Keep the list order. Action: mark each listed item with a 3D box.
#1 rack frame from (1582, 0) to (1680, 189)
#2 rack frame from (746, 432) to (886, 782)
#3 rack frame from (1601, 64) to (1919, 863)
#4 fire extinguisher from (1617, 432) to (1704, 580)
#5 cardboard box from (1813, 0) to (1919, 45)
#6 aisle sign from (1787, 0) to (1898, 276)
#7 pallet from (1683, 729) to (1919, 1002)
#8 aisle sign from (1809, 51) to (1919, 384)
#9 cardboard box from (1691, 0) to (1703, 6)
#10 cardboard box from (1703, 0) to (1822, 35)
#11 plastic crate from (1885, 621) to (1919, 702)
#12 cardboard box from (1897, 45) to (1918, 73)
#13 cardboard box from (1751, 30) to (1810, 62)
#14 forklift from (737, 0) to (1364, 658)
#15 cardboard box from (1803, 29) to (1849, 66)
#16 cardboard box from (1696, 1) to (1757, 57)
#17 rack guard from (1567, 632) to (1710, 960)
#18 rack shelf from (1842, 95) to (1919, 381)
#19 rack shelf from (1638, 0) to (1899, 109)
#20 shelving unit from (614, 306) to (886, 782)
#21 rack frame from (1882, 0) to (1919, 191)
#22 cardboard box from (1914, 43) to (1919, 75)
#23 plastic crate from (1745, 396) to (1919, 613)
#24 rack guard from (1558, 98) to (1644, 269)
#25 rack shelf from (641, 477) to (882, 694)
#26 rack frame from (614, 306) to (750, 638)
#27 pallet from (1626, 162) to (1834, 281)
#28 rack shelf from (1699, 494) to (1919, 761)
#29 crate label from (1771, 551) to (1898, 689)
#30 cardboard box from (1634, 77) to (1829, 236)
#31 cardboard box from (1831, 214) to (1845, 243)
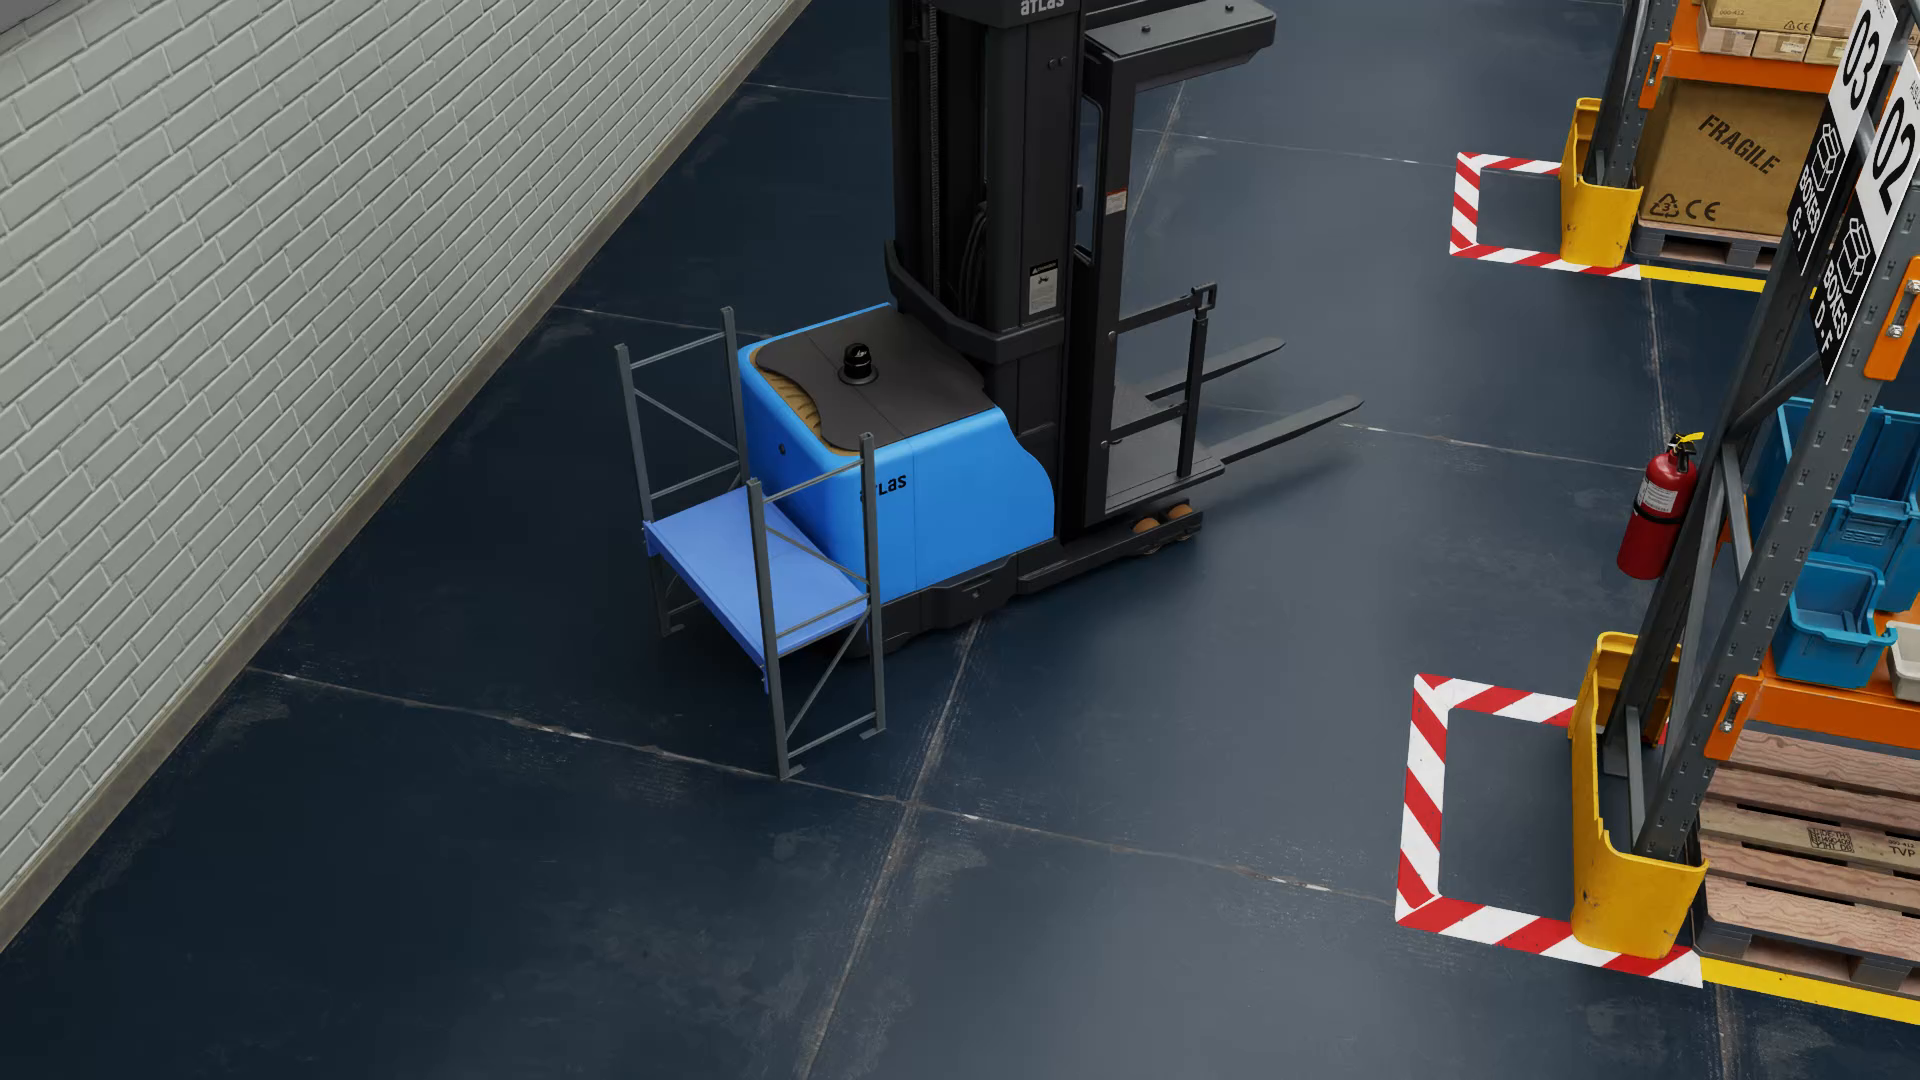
[{"bbox_3d":[3.843,-3.103,9.136,0.127,3.000,1.000,10,41,11],"label":"rack frame"},{"bbox_3d":[-0.519,0.290,6.263,0.500,1.500,0.032,-24,46,-26],"label":"rack frame"},{"bbox_3d":[2.562,-0.025,5.473,0.127,3.000,1.000,10,41,11],"label":"rack frame"},{"bbox_3d":[2.534,-0.160,5.983,0.183,0.674,0.296,10,41,11],"label":"fire extinguisher"},{"bbox_3d":[4.741,-2.829,8.696,0.500,0.250,0.500,9,41,11],"label":"cardboard box"},{"bbox_3d":[2.569,-1.215,4.867,0.004,0.787,0.394,10,41,11],"label":"aisle sign"},{"bbox_3d":[3.349,1.204,6.177,1.213,0.211,1.003,10,41,11],"label":"pallet"},{"bbox_3d":[2.416,-0.848,4.431,0.004,0.787,0.394,10,41,11],"label":"aisle sign"},{"bbox_3d":[4.272,-3.152,9.390,0.250,0.149,0.380,11,41,12],"label":"cardboard box"},{"bbox_3d":[4.237,-2.912,8.794,0.500,0.250,0.500,9,41,10],"label":"cardboard box"},{"bbox_3d":[3.004,0.403,5.121,0.298,0.136,0.250,10,41,11],"label":"plastic crate"},{"bbox_3d":[4.848,-2.616,8.752,0.250,0.149,0.380,9,41,11],"label":"cardboard box"},{"bbox_3d":[4.349,-2.701,8.853,0.250,0.149,0.380,9,41,11],"label":"cardboard box"},{"bbox_3d":[0.538,-1.328,7.077,3.031,2.935,1.130,-21,44,-23],"label":"forklift"},{"bbox_3d":[4.596,-2.658,8.803,0.250,0.149,0.380,9,41,10],"label":"cardboard box"},{"bbox_3d":[4.100,-2.742,8.903,0.250,0.149,0.380,10,41,12],"label":"cardboard box"},{"bbox_3d":[2.536,0.936,6.272,0.348,0.500,1.175,10,41,11],"label":"rack guard"},{"bbox_3d":[4.494,-0.566,4.343,4.000,0.370,1.077,10,41,11],"label":"rack shelf"},{"bbox_3d":[5.775,-2.495,8.972,4.000,0.370,1.077,10,41,11],"label":"rack shelf"},{"bbox_3d":[-0.810,0.022,6.582,0.538,1.500,1.048,-24,46,-26],"label":"shelving unit"},{"bbox_3d":[2.562,-2.323,3.543,0.127,3.000,1.000,10,41,11],"label":"rack frame"},{"bbox_3d":[5.094,-2.573,8.701,0.250,0.149,0.380,9,41,11],"label":"cardboard box"},{"bbox_3d":[2.934,-0.122,5.514,0.499,0.435,0.616,10,41,11],"label":"plastic crate"},{"bbox_3d":[3.820,-2.149,9.945,0.348,0.500,1.175,10,41,11],"label":"rack guard"},{"bbox_3d":[-0.810,0.160,6.698,0.538,0.185,1.000,-24,46,-26],"label":"rack shelf"},{"bbox_3d":[-1.102,-0.246,6.901,0.500,1.500,0.032,-24,46,-26],"label":"rack frame"},{"bbox_3d":[4.635,-1.950,9.933,1.213,0.211,1.003,10,41,11],"label":"pallet"},{"bbox_3d":[4.494,0.582,5.308,4.000,0.370,1.077,10,41,11],"label":"rack shelf"},{"bbox_3d":[2.716,0.261,5.215,0.303,0.233,0.416,10,41,11],"label":"crate label"},{"bbox_3d":[4.482,-2.393,9.617,0.875,0.875,0.875,10,41,11],"label":"cardboard box"},{"bbox_3d":[5.361,-2.242,9.437,0.875,0.875,0.875,10,41,11],"label":"cardboard box"}]
